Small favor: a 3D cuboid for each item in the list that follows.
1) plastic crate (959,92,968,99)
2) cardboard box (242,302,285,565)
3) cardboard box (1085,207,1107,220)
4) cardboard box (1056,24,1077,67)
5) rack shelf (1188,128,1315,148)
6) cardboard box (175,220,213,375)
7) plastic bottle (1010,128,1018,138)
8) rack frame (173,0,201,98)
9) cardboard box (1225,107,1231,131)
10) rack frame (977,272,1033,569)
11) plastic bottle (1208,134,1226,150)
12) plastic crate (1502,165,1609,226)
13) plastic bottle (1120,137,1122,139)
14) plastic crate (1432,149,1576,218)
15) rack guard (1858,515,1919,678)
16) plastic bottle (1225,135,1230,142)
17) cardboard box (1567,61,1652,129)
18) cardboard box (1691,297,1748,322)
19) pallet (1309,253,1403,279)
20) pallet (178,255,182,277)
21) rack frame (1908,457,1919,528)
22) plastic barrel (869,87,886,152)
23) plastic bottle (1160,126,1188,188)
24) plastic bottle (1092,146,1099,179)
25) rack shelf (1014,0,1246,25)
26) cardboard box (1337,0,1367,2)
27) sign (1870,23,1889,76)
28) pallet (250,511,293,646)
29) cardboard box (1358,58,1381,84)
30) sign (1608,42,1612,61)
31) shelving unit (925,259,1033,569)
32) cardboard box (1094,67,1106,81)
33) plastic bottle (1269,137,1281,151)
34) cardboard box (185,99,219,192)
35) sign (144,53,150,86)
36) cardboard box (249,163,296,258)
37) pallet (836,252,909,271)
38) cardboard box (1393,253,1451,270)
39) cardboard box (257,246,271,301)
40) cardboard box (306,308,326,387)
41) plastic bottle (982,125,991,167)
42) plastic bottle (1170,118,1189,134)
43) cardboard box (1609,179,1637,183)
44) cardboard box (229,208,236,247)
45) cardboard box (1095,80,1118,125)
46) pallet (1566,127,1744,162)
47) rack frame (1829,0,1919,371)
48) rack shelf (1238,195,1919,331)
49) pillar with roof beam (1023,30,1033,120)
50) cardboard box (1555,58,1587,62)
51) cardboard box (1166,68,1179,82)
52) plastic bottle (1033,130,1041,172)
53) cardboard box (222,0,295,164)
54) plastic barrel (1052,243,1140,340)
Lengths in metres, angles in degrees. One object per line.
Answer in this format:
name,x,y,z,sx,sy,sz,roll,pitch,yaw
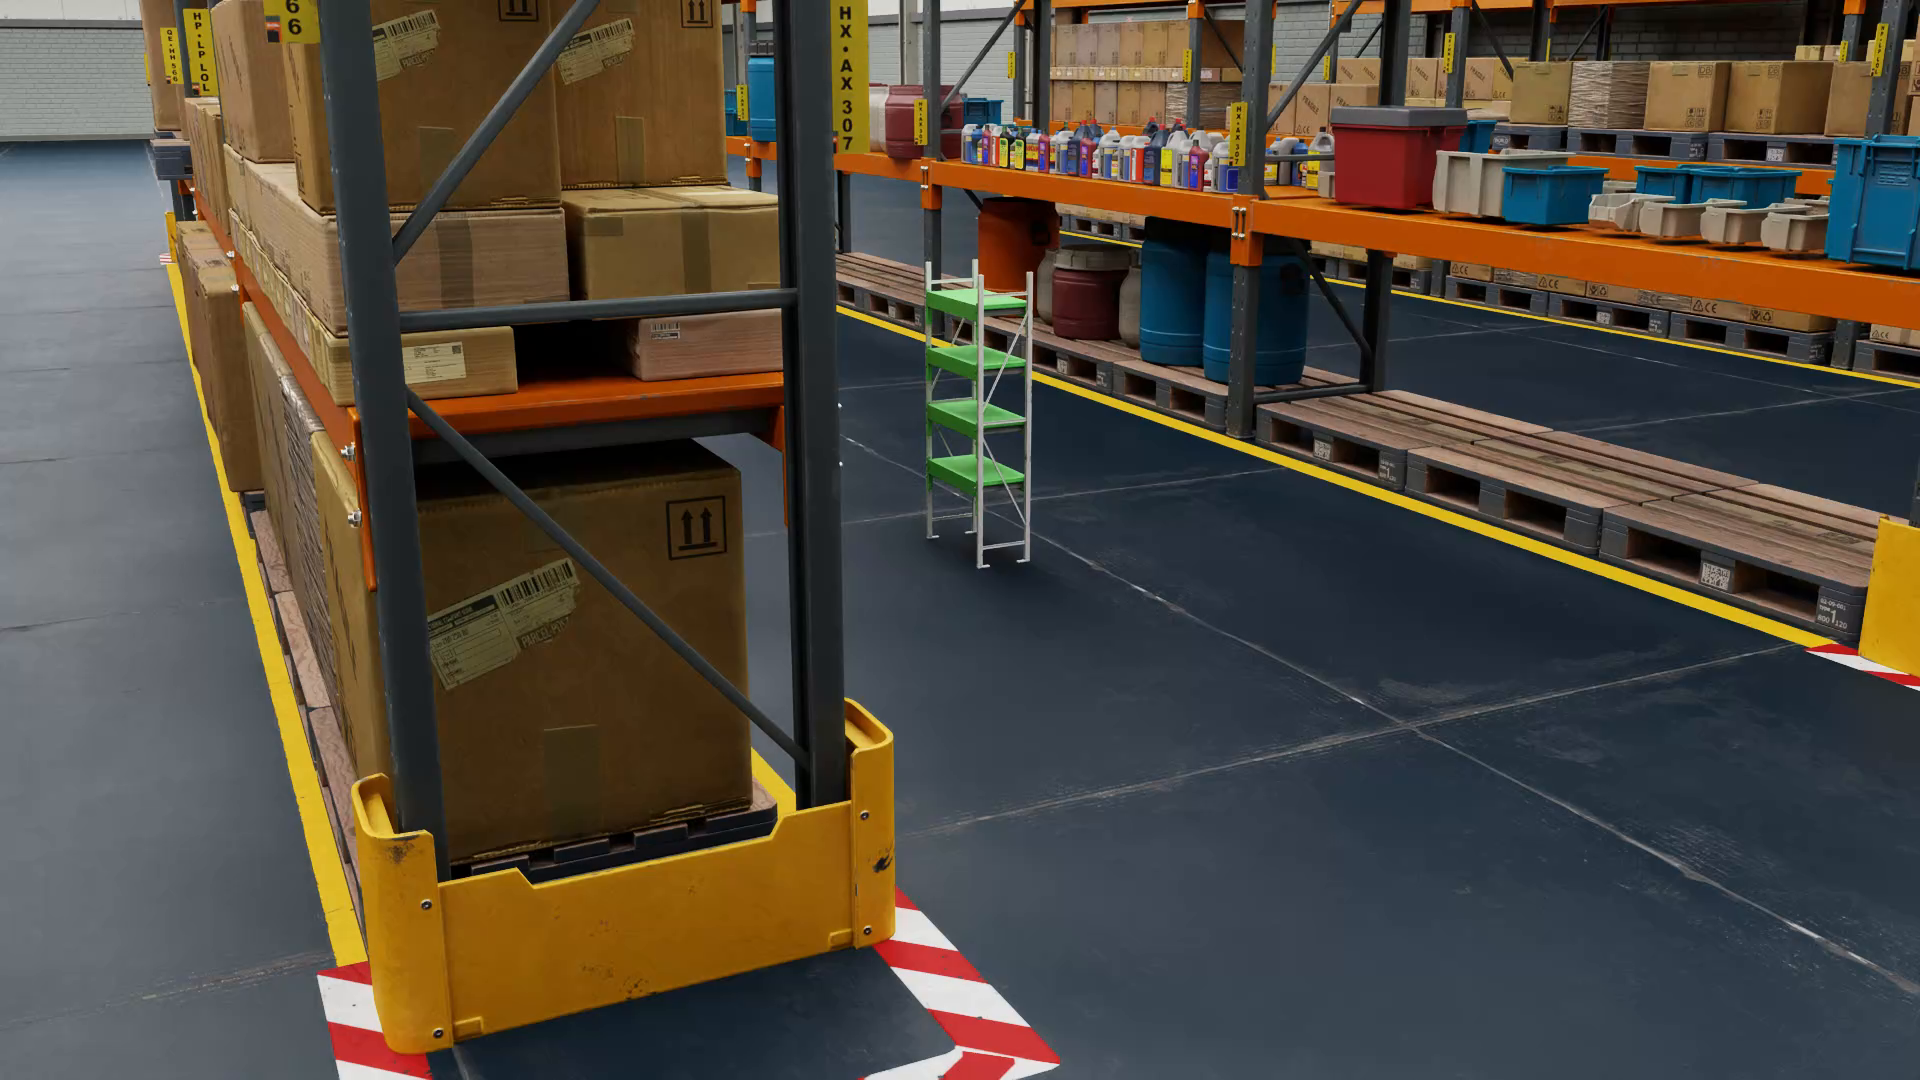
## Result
plastic crate,-0.229,-3.525,13.981,0.402,0.464,0.583,-8,18,-25
cardboard box,-2.279,-0.474,6.554,0.875,0.875,0.875,-8,18,-25
cardboard box,1.844,-3.986,19.927,0.500,0.250,0.500,-8,18,-25
cardboard box,1.605,-6.049,20.360,0.700,0.500,0.500,-8,18,-26
rack shelf,3.782,-3.804,16.374,1.077,0.370,4.000,-8,18,-25
cardboard box,-3.965,-1.465,10.009,1.225,0.875,0.875,-9,18,-27
plastic bottle,0.387,-2.709,11.486,0.097,0.271,0.097,0,16,0
rack frame,-4.248,-2.458,10.379,1.000,3.000,0.127,-8,18,-25
cardboard box,3.161,-4.457,17.617,0.500,0.250,0.500,-6,17,-21
rack frame,0.179,-0.475,6.731,0.240,1.200,0.015,-8,18,-25
plastic bottle,1.554,-2.377,10.322,0.152,0.276,0.135,-8,18,-25
plastic crate,2.579,-1.500,7.233,0.416,0.233,0.300,-8,18,-25
plastic bottle,1.113,-2.704,11.594,0.097,0.201,0.097,0,16,0
plastic crate,2.460,-1.636,7.619,0.437,0.282,0.530,-8,18,-25
rack guard,3.731,0.133,5.881,1.175,0.500,0.348,-8,18,-25
plastic bottle,1.690,-2.396,10.386,0.152,0.276,0.135,-8,18,-25
cardboard box,5.265,-3.512,13.108,0.700,0.500,0.500,-4,17,-14
cardboard box,5.728,-1.884,12.111,0.500,0.500,0.500,-8,18,-25
pallet,3.802,-2.825,16.712,1.003,0.211,1.213,-8,18,-25
pallet,-6.865,-2.575,15.841,1.003,0.211,1.213,-8,18,-25
rack frame,3.709,-1.073,5.552,1.000,3.000,0.127,-8,18,-25
plastic barrel,-0.623,-3.444,13.612,0.421,0.512,0.421,0,16,0
plastic bottle,1.260,-2.230,9.671,0.144,0.351,0.185,-8,18,-25
plastic bottle,0.876,-2.360,10.397,0.097,0.201,0.097,0,16,0
rack shelf,2.030,-6.238,19.417,1.077,0.370,4.000,-8,18,-25
cardboard box,5.527,-7.624,22.724,0.500,0.500,0.500,-7,17,-23
sign,5.913,-3.151,10.694,0.100,0.325,0.005,-8,18,-25
pallet,-2.233,0.072,6.617,1.003,0.211,1.213,-8,18,-25
cardboard box,5.752,-6.257,22.493,0.500,0.500,0.500,-8,18,-25
sign,7.855,-5.870,20.169,0.100,0.325,0.005,-8,18,-25
shelving unit,0.073,-0.536,6.942,0.258,1.200,0.503,-8,18,-25
cardboard box,1.805,-5.493,19.598,0.380,0.149,0.250,-7,18,-24
plastic bottle,1.910,-2.287,10.014,0.097,0.271,0.097,0,16,0
cardboard box,-4.052,-2.225,9.386,0.500,0.500,0.500,-8,18,-26
sign,-8.241,-4.792,16.943,0.100,0.325,0.005,-8,18,-25
cardboard box,-1.871,-1.014,5.079,0.500,0.250,0.500,-8,18,-25
pallet,-1.169,-2.518,15.643,1.003,0.211,1.213,-8,18,-25
cardboard box,4.209,-2.636,15.220,0.500,0.250,0.500,-7,18,-24
cardboard box,-1.981,-0.846,5.215,0.380,0.149,0.250,-8,18,-26
cardboard box,-1.311,-0.467,3.894,0.380,0.149,0.250,-7,18,-24
plastic bottle,0.206,-2.767,11.667,0.061,0.283,0.133,-8,18,-25
plastic bottle,1.437,-2.577,10.884,0.144,0.351,0.185,-8,18,-25
cardboard box,7.966,-3.953,19.322,0.700,0.500,0.500,-8,18,-26
cardboard box,-2.665,-1.232,6.561,0.380,0.149,0.250,-8,18,-25
cardboard box,2.027,-5.185,19.700,0.700,0.500,0.500,-7,17,-23
pallet,5.514,-3.080,12.895,1.003,0.211,1.213,-8,18,-25
rack frame,6.411,-2.663,11.091,1.000,3.000,0.127,-8,18,-25
rack shelf,2.833,-1.223,7.379,1.077,0.370,4.000,-8,18,-25
pillar with roof beam,-2.438,-11.507,31.036,9.100,9.000,0.400,-8,18,-25
cardboard box,7.339,-5.685,20.501,0.500,0.500,0.500,-8,18,-26
cardboard box,2.488,-5.109,18.259,0.380,0.149,0.250,-8,18,-26
plastic bottle,0.534,-2.587,11.062,0.097,0.271,0.097,0,16,0
cardboard box,-2.075,-1.497,5.401,0.500,0.500,0.500,-8,18,-27
plastic barrel,0.928,-1.700,11.348,0.600,0.588,0.708,-8,18,-25
